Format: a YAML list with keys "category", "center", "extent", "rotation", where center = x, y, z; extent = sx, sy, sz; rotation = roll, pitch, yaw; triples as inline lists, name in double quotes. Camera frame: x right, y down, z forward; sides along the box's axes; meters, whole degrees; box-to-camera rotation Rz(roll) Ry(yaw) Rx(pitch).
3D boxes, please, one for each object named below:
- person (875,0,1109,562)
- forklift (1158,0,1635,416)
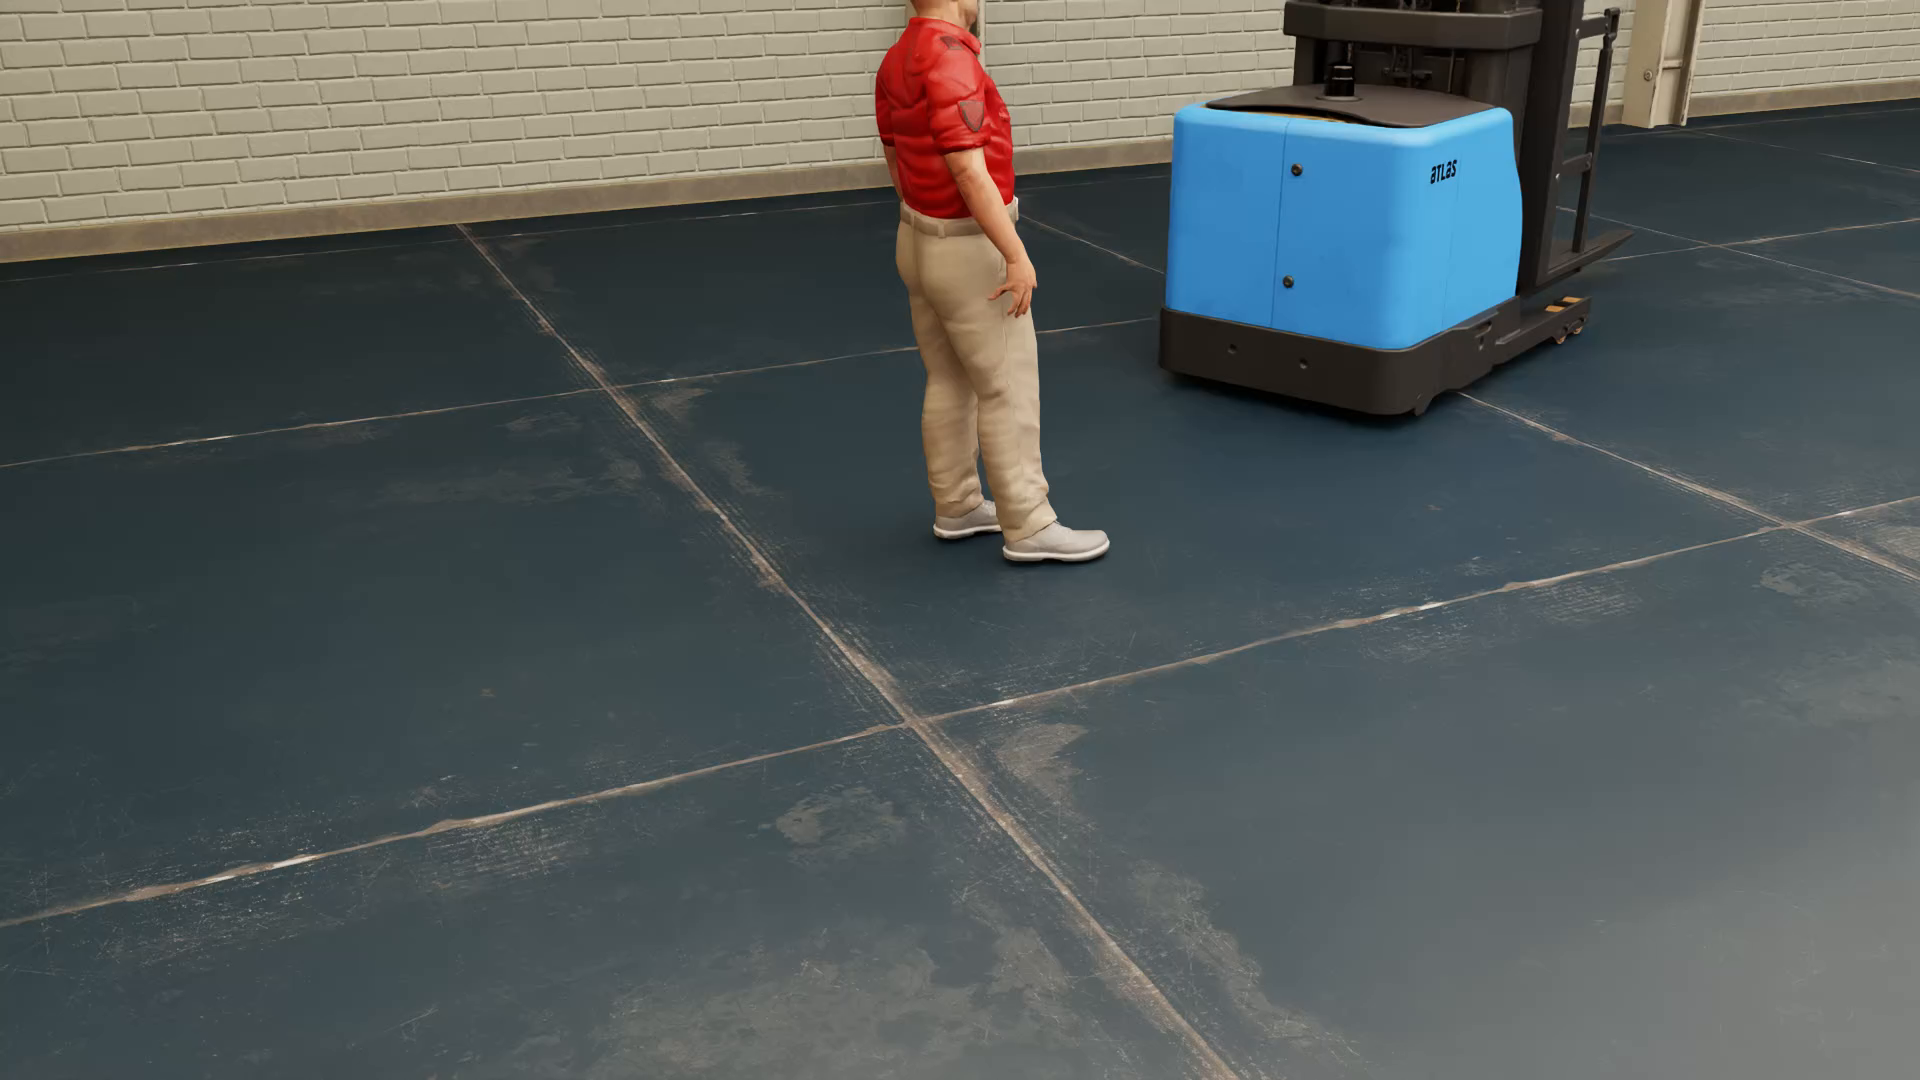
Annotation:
- category: "person"
  center: [0.086, -0.816, 4.798]
  extent: [0.550, 1.727, 0.642]
  rotation: [-10, 25, -23]
- category: "forklift"
  center: [2.105, -2.299, 6.819]
  extent: [1.130, 2.935, 3.031]
  rotation: [17, 28, 36]
